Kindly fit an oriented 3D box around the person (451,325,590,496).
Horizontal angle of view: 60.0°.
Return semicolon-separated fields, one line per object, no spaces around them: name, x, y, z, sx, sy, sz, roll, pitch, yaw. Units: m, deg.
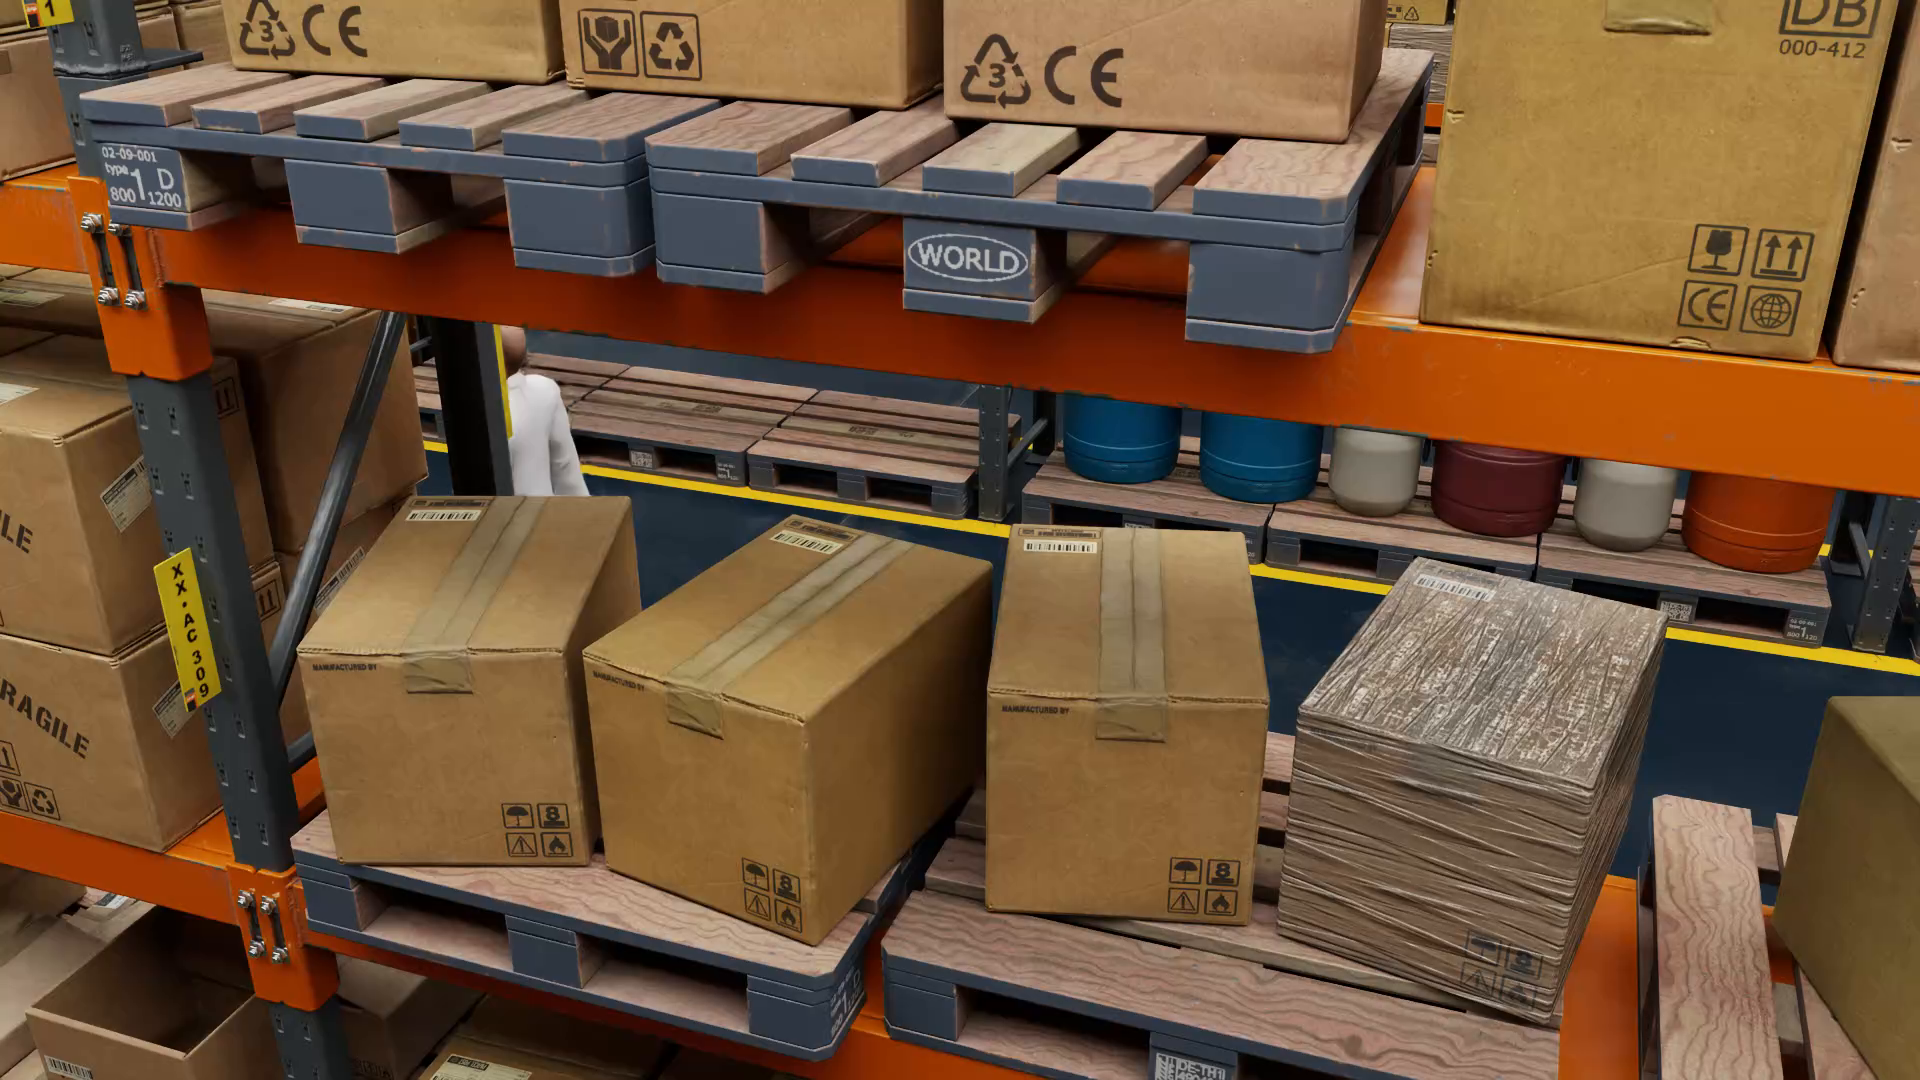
person;-1.694;0.028;6.059;0.941;1.779;0.621;4;26;8
